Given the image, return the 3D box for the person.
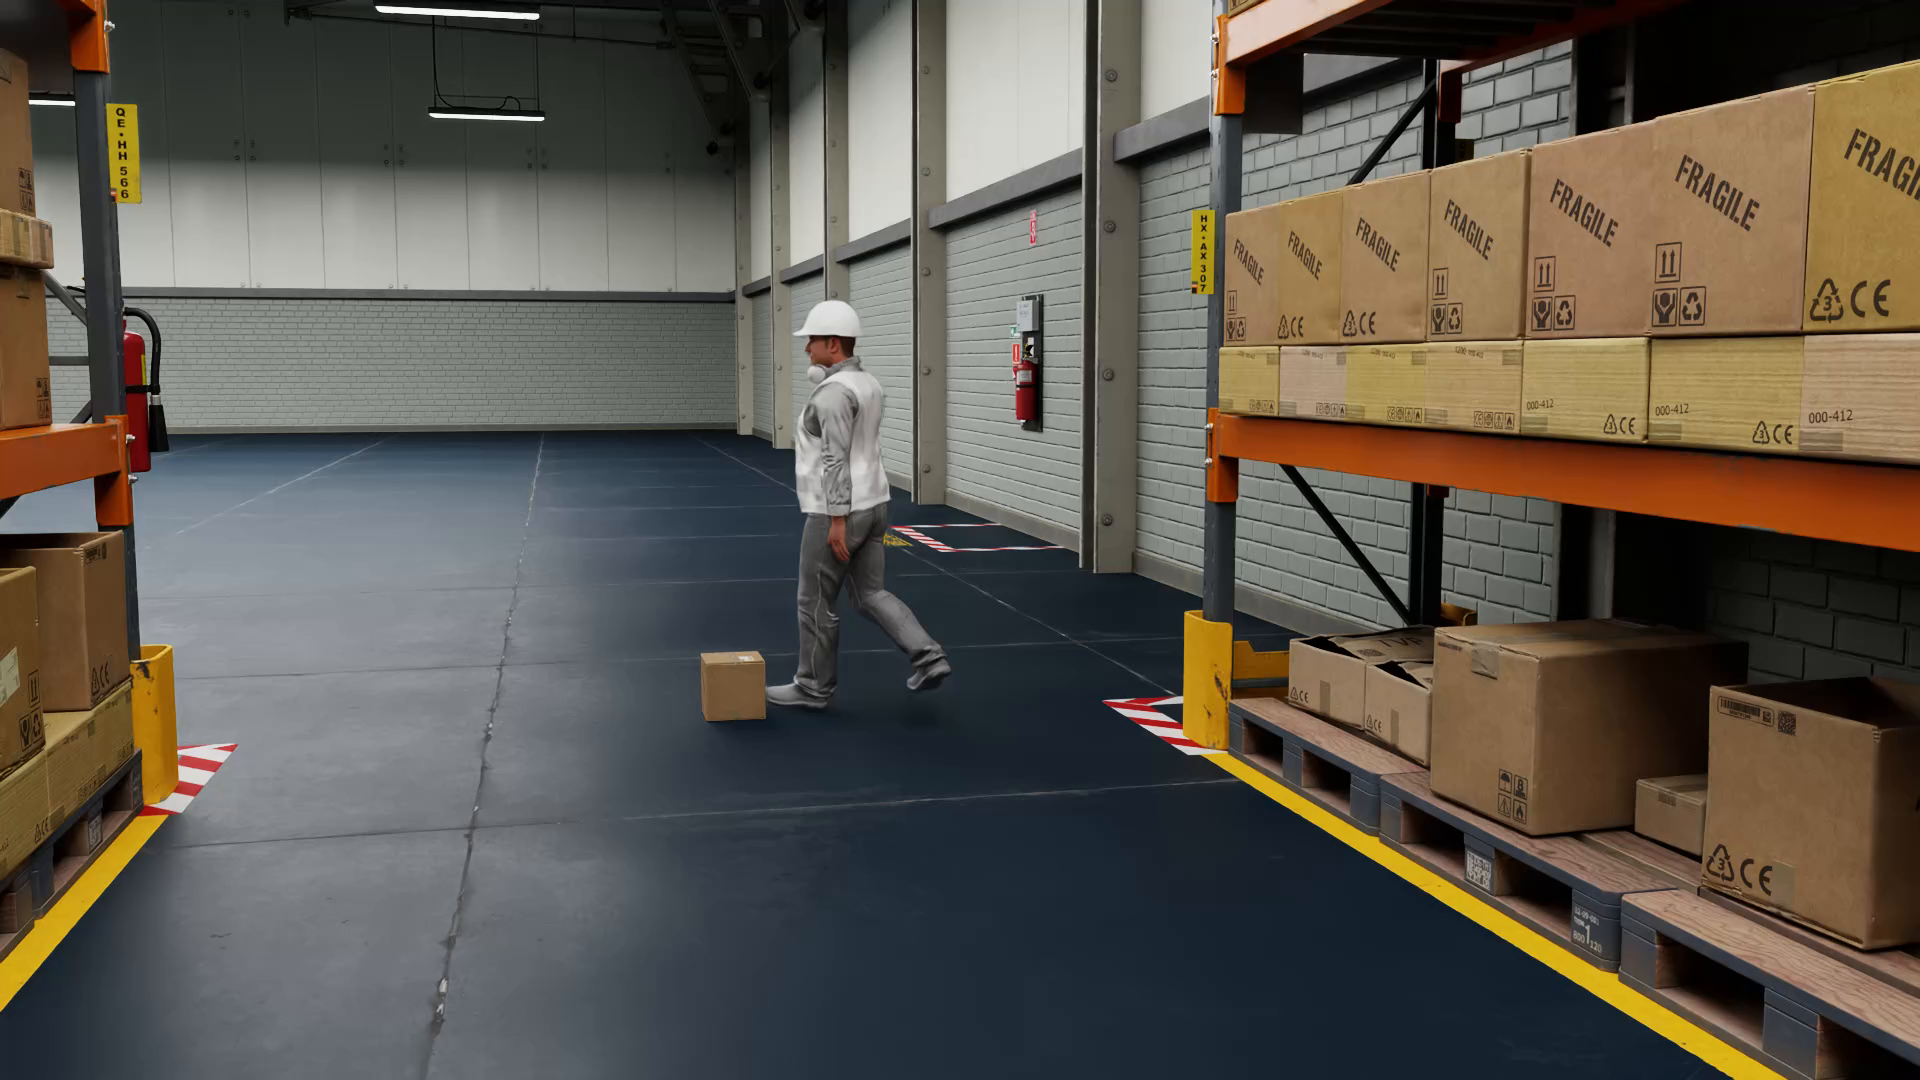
[{"bbox_3d":[-0.457,-0.131,7.086,0.871,1.760,0.613,2,6,19],"label":"person"}]
